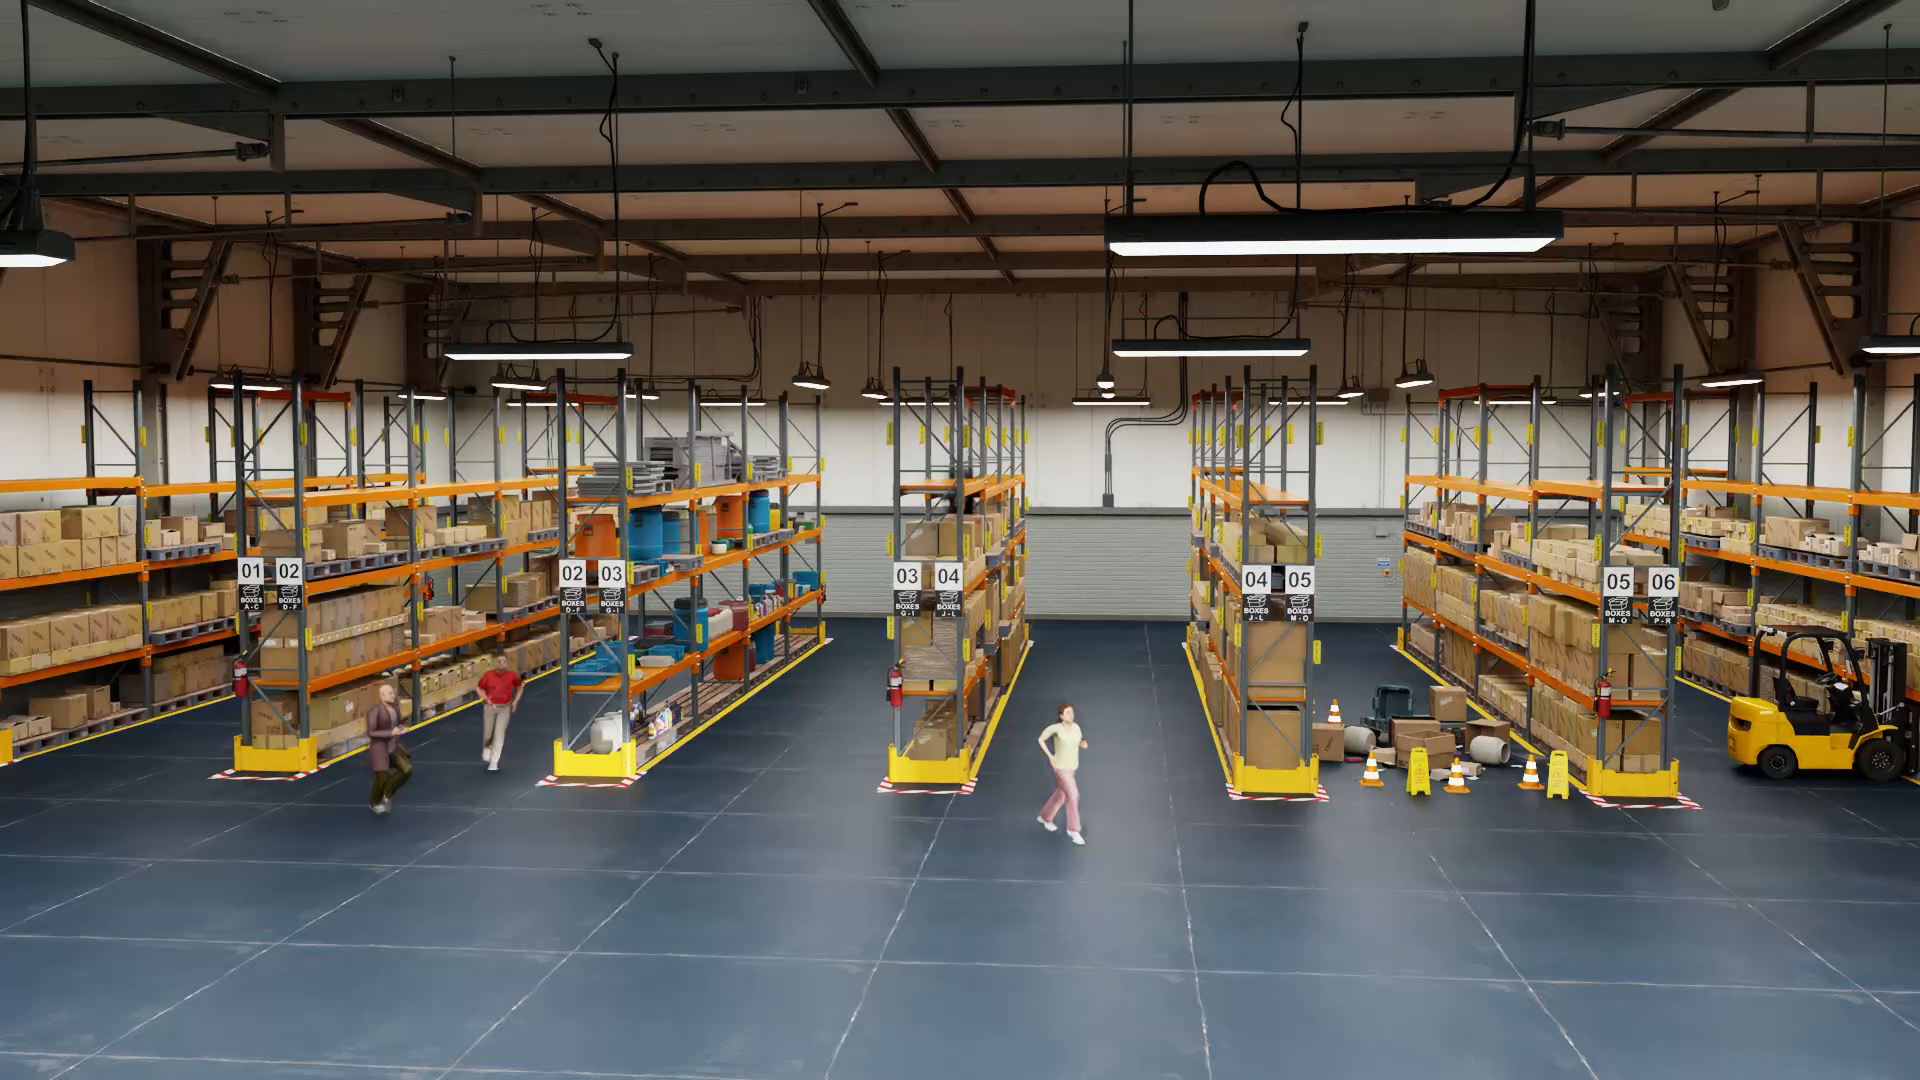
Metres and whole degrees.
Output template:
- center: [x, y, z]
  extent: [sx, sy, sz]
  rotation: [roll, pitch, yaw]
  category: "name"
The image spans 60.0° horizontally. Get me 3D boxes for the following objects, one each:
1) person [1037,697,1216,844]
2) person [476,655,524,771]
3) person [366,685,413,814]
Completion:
- center: [3.046, 2.561, 26.154]
  extent: [10.530, 1.691, 6.195]
  rotation: [-3, 5, -44]
  category: "person"
- center: [-6.963, 2.581, 25.174]
  extent: [0.695, 1.695, 0.834]
  rotation: [-1, 4, -14]
  category: "person"
- center: [-7.520, 2.868, 21.902]
  extent: [0.822, 1.513, 0.760]
  rotation: [2, 4, 28]
  category: "person"
